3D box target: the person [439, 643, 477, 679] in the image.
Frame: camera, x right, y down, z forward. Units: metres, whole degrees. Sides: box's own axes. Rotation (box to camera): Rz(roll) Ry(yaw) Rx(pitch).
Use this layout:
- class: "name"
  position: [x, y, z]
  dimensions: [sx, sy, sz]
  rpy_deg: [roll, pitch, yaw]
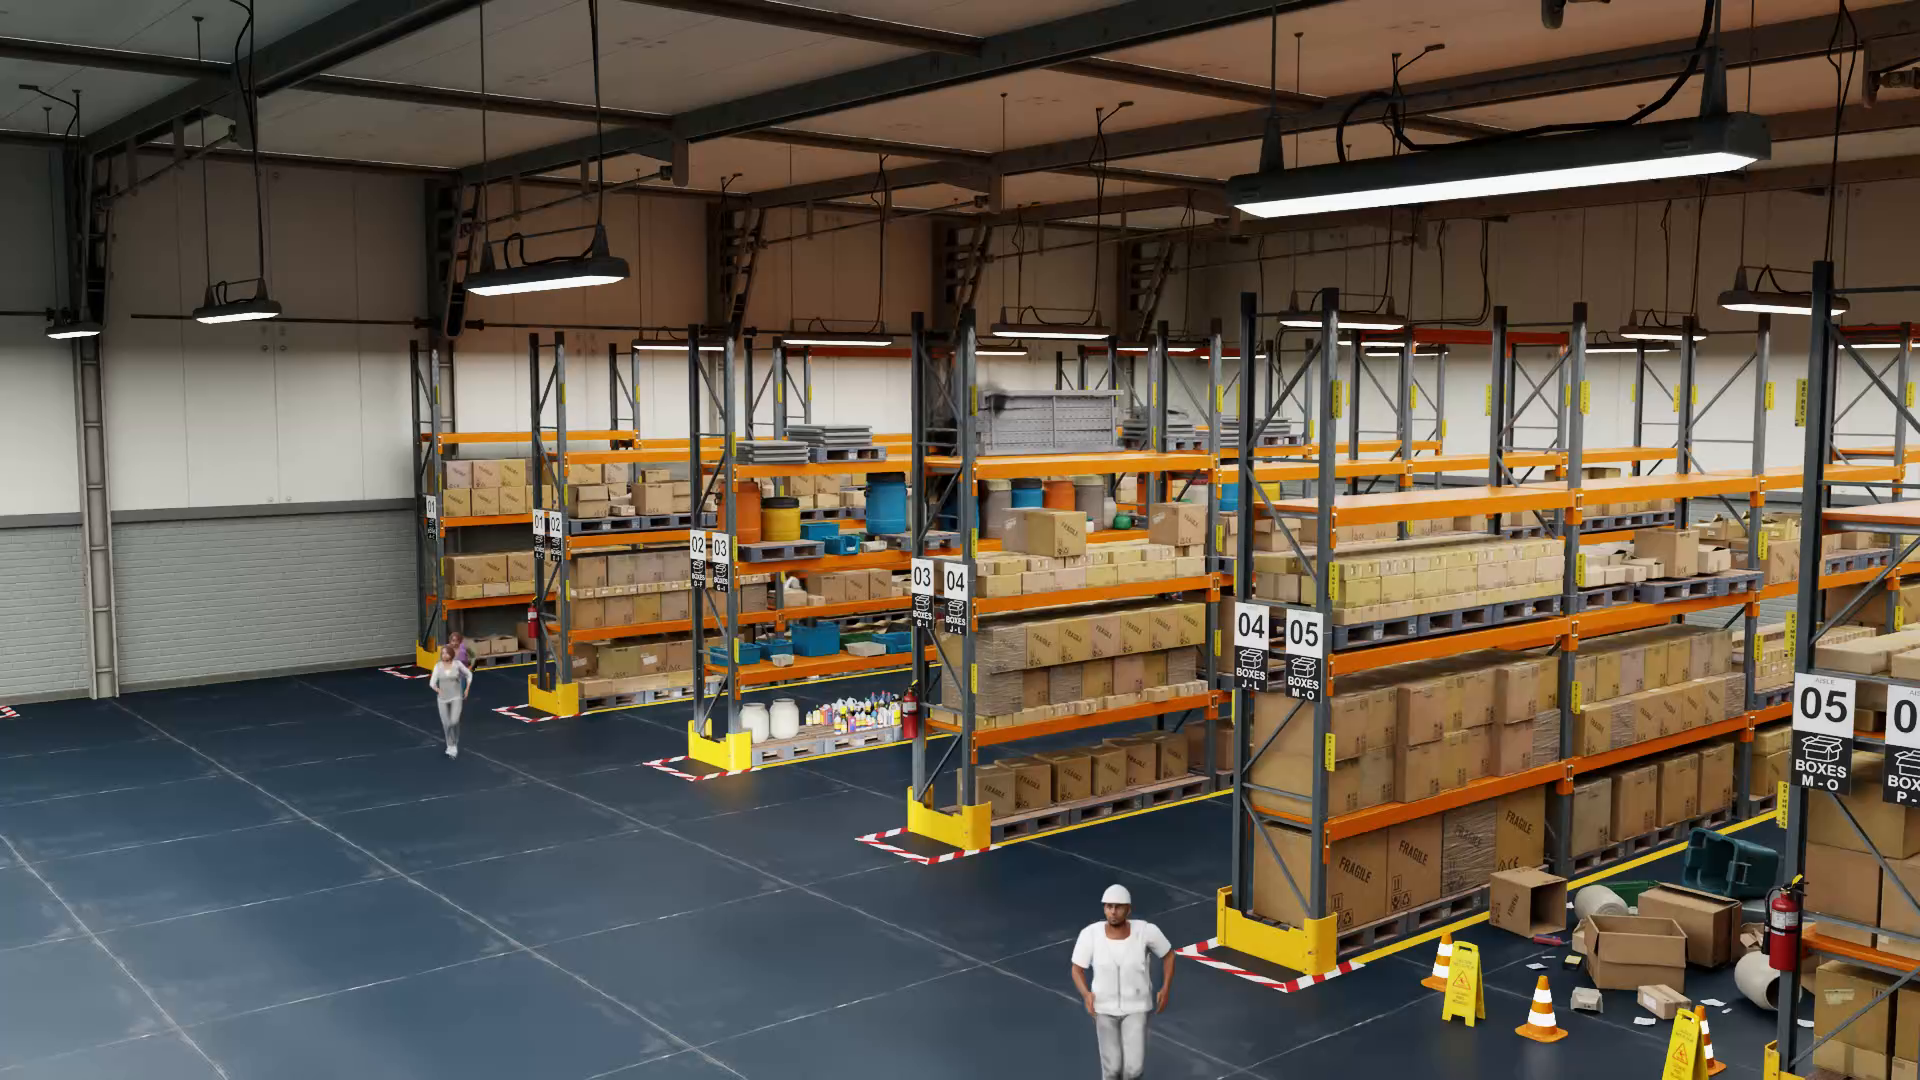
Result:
- class: "person"
  position: [-7.522, 1.818, 24.908]
  dimensions: [0.547, 0.575, 0.414]
  rpy_deg: [-2, 6, -16]

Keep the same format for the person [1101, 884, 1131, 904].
- class: "person"
  position: [1.079, 2.464, 11.463]
  dimensions: [0.211, 0.169, 0.287]
  rpy_deg: [1, 5, 10]

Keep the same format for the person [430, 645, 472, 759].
- class: "person"
  position: [-7.077, 2.243, 23.093]
  dimensions: [0.545, 1.578, 0.629]
  rpy_deg: [-1, 5, -6]
